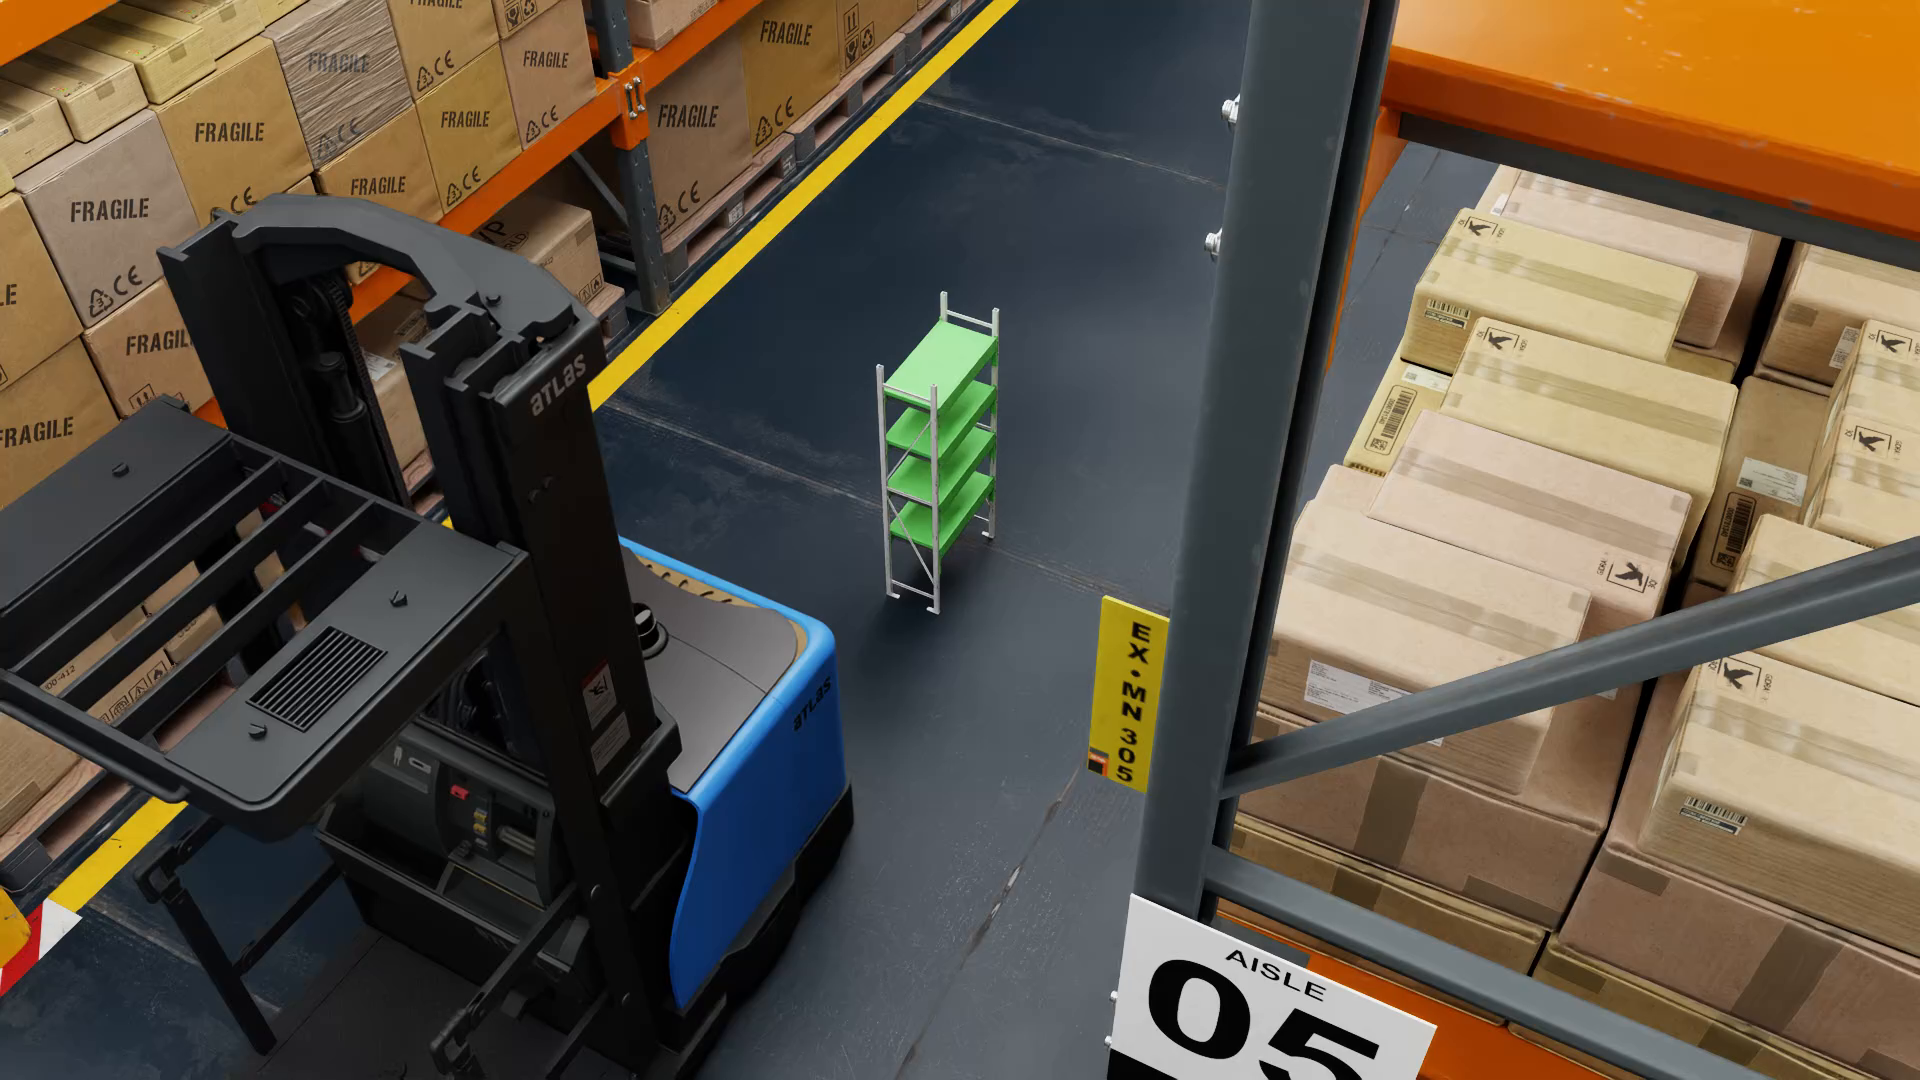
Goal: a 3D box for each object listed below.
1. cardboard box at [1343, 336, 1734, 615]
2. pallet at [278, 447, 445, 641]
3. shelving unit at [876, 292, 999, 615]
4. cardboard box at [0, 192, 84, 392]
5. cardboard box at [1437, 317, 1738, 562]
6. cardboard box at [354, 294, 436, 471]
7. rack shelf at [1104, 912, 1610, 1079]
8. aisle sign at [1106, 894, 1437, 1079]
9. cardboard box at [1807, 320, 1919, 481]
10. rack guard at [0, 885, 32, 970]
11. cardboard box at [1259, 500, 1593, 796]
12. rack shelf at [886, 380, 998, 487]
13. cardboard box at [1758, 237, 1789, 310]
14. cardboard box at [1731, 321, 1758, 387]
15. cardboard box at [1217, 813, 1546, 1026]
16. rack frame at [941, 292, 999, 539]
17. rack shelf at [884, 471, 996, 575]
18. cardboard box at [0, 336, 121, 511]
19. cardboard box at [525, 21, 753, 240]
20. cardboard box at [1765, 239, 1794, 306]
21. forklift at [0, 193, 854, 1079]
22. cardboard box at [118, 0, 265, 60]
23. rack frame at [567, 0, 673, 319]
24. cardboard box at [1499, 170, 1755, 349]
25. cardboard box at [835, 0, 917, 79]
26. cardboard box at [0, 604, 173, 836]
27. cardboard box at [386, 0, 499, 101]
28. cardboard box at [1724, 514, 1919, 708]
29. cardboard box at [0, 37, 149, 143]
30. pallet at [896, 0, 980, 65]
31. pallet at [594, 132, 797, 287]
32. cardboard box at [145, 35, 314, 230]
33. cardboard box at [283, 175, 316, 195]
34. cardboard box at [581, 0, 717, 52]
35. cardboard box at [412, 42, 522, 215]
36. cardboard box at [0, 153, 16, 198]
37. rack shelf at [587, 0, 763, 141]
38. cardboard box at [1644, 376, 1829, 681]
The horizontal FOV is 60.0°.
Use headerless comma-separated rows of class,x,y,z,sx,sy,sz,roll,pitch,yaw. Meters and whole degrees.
cardboard box,0.915,-0.118,2.683,0.500,0.250,0.500,19,48,18
pallet,-2.872,-0.130,7.010,1.003,0.211,1.213,20,49,19
shelving unit,-0.077,-0.317,6.500,0.258,1.200,0.503,20,49,19
cardboard box,-3.033,-0.737,4.877,0.500,0.500,0.500,19,48,18
cardboard box,0.904,-0.153,2.437,0.380,0.149,0.250,19,48,18
cardboard box,-2.686,-0.657,7.077,0.875,0.438,0.875,19,48,18
rack shelf,1.618,-0.305,3.620,1.077,0.370,4.000,20,49,19
aisle sign,0.390,0.789,2.313,0.394,0.787,0.004,20,49,19
cardboard box,1.480,-0.145,2.429,0.380,0.149,0.250,21,49,20
rack guard,-3.753,1.079,5.612,1.175,0.500,0.348,20,49,19
cardboard box,0.584,0.132,2.155,0.380,0.149,0.250,20,49,19
rack shelf,-0.077,-0.441,6.375,0.258,0.148,0.480,20,49,19
cardboard box,1.399,-0.754,3.311,0.500,0.250,0.500,18,48,17
cardboard box,1.601,-0.103,3.019,0.500,0.250,0.500,19,48,18
cardboard box,0.667,0.380,2.541,0.500,0.250,0.500,19,48,18
rack frame,0.036,-0.471,6.652,0.240,1.200,0.015,20,49,19
rack shelf,-0.077,-0.104,6.716,0.258,0.148,0.480,20,49,19
cardboard box,-3.054,-0.385,5.231,0.500,0.500,0.500,20,49,19
cardboard box,-1.668,-2.152,8.247,0.875,0.875,0.875,22,49,20
cardboard box,1.844,-0.575,3.134,0.500,0.250,0.500,19,48,18
forklift,-1.530,0.755,4.223,1.130,2.935,3.031,21,49,20
cardboard box,-2.496,-1.706,5.378,0.380,0.149,0.250,20,49,19
rack frame,-1.885,-2.335,7.228,1.000,3.000,0.127,20,49,19
cardboard box,1.101,-0.495,2.775,0.380,0.149,0.250,19,48,18
cardboard box,-0.840,-3.287,9.368,0.875,0.875,0.875,21,49,20
cardboard box,-3.524,0.490,5.943,0.875,0.438,0.875,19,48,18
cardboard box,-2.102,-2.016,6.140,0.500,0.500,0.500,20,49,18
cardboard box,1.176,0.155,2.132,0.380,0.149,0.250,22,49,21
cardboard box,-2.716,-1.374,5.050,0.380,0.149,0.250,21,49,19
pallet,-0.460,-3.402,10.244,1.003,0.211,1.213,20,49,19
pallet,-1.593,-1.865,8.725,1.003,0.211,1.213,20,49,19
cardboard box,-2.570,-1.379,5.510,0.500,0.500,0.500,21,49,19
cardboard box,-2.584,-1.021,5.860,0.500,0.500,0.500,22,49,20
cardboard box,-1.447,-2.472,7.469,0.500,0.250,0.500,19,48,18
cardboard box,-2.107,-1.667,6.498,0.500,0.500,0.500,19,48,18
cardboard box,-2.944,-1.048,4.727,0.380,0.149,0.250,19,48,18
rack shelf,-0.956,-3.342,8.729,1.077,0.370,4.000,20,49,19
cardboard box,1.365,0.059,2.508,0.500,0.250,0.500,20,49,19
